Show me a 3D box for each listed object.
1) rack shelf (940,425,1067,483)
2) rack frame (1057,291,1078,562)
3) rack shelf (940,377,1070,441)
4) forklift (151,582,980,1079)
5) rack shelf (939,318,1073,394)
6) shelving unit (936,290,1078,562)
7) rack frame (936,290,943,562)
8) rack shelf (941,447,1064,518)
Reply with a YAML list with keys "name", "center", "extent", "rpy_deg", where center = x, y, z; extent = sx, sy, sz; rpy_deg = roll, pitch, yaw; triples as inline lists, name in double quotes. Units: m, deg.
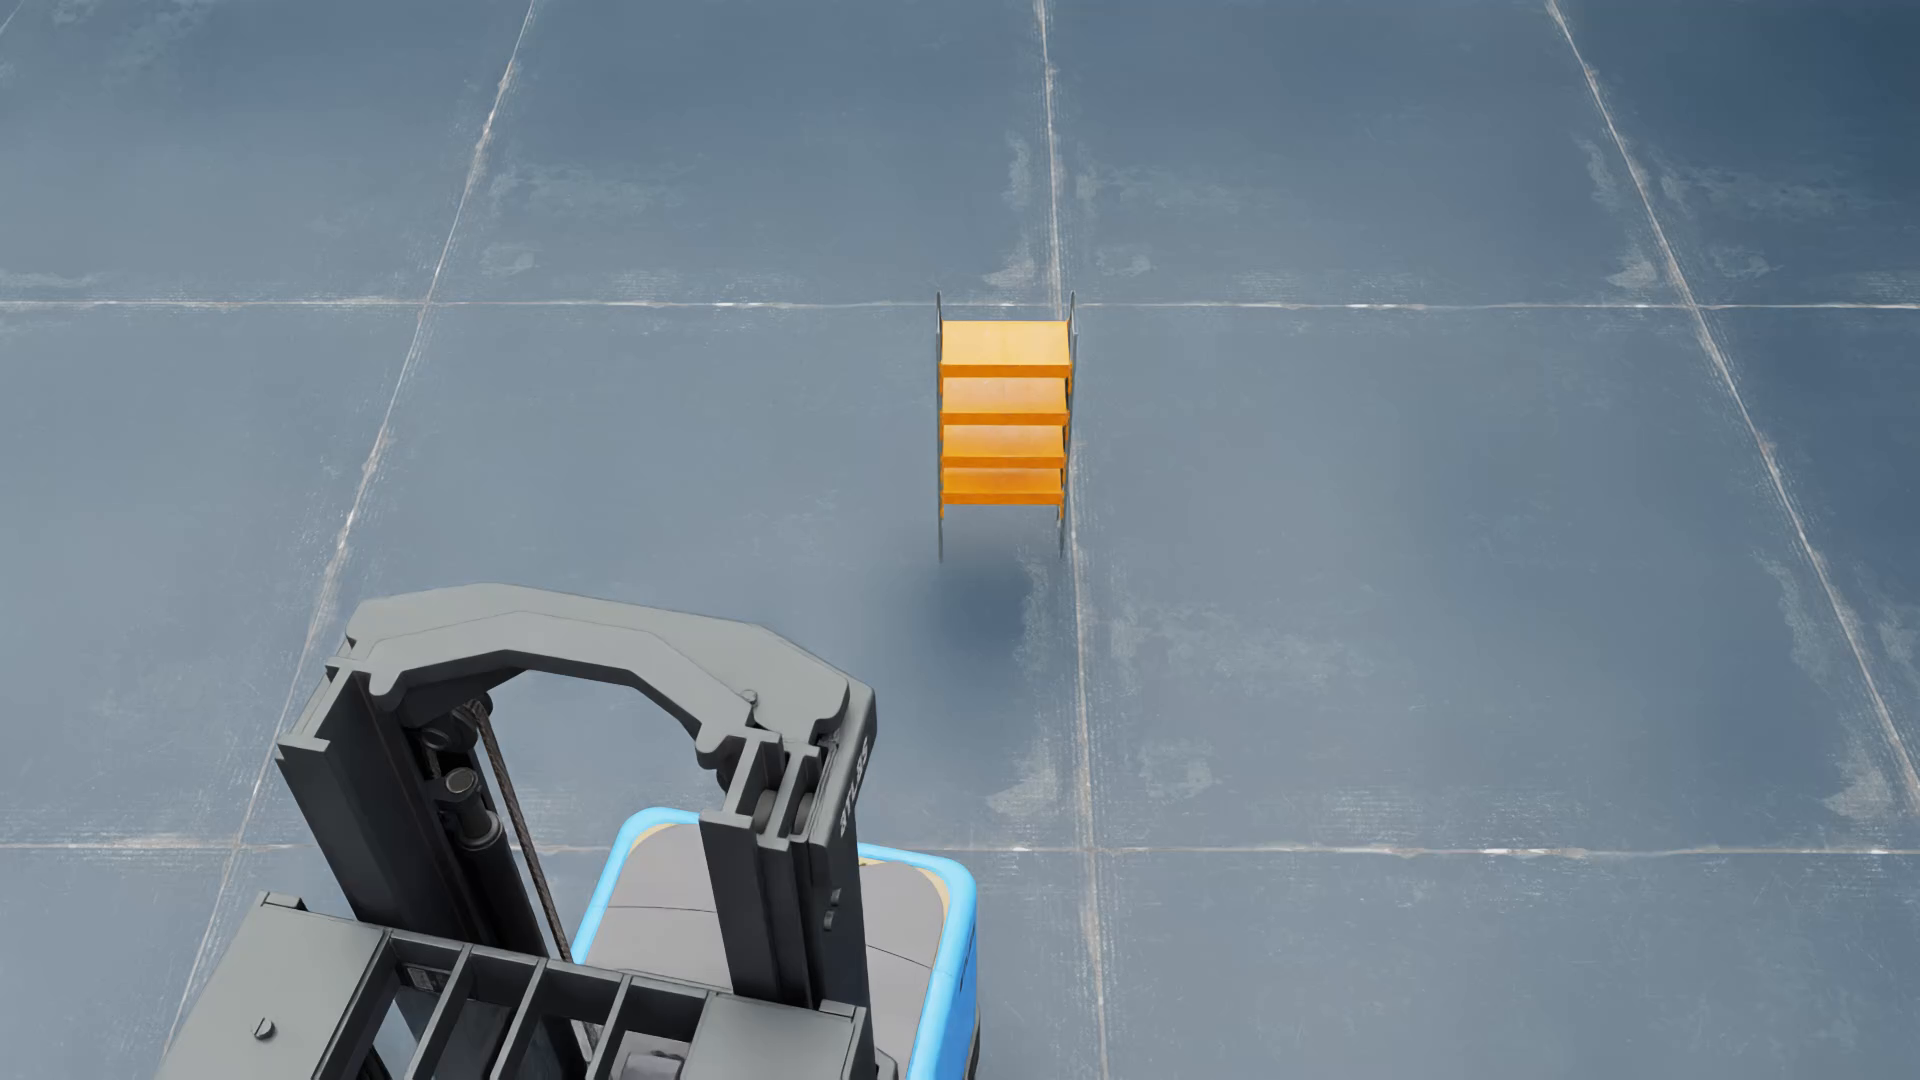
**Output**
- name: "rack shelf"
  center: [0.166, -0.363, 6.440]
  extent: [0.480, 0.148, 0.258]
  rpy_deg: [0, 47, 0]
- name: "rack frame"
  center: [0.410, -0.408, 6.391]
  extent: [0.015, 1.200, 0.240]
  rpy_deg: [0, 47, 0]
- name: "rack shelf"
  center: [0.166, -0.515, 6.277]
  extent: [0.480, 0.148, 0.258]
  rpy_deg: [0, 47, 0]
- name: "forklift"
  center: [-0.743, 1.603, 3.337]
  extent: [1.130, 2.935, 3.031]
  rpy_deg: [9, 48, 8]
- name: "rack shelf"
  center: [0.166, -0.676, 6.104]
  extent: [0.480, 0.148, 0.258]
  rpy_deg: [0, 47, 0]
- name: "shelving unit"
  center: [0.166, -0.408, 6.391]
  extent: [0.503, 1.200, 0.258]
  rpy_deg: [0, 47, 0]
- name: "rack frame"
  center: [-0.078, -0.409, 6.392]
  extent: [0.015, 1.200, 0.240]
  rpy_deg: [0, 47, 0]
- name: "rack shelf"
  center: [0.166, -0.227, 6.586]
  extent: [0.480, 0.148, 0.258]
  rpy_deg: [0, 47, 0]
